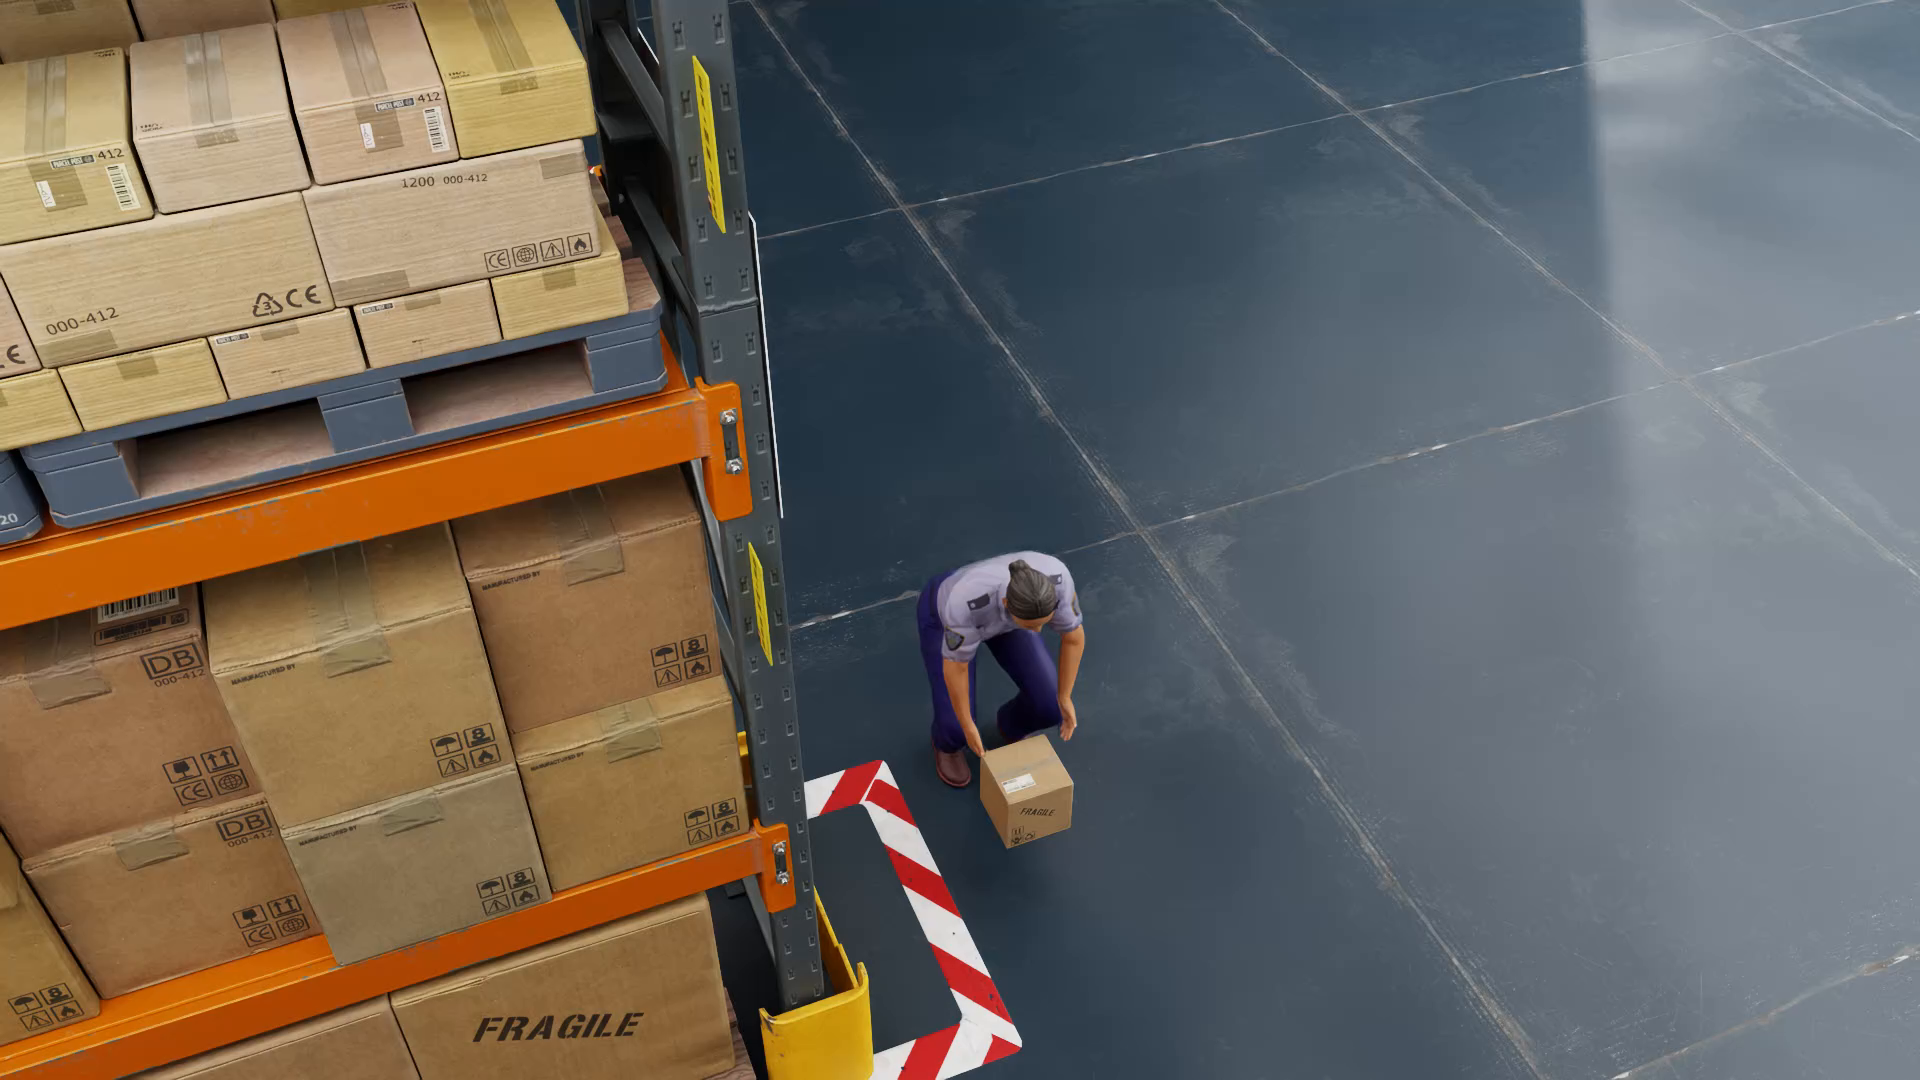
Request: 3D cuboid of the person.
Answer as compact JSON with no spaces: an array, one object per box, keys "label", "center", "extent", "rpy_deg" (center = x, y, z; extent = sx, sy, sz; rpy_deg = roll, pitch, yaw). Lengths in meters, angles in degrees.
[{"label":"person","center":[0.145,0.405,6.039],"extent":[0.540,1.230,0.727],"rpy_deg":[-12,43,-13]}]
